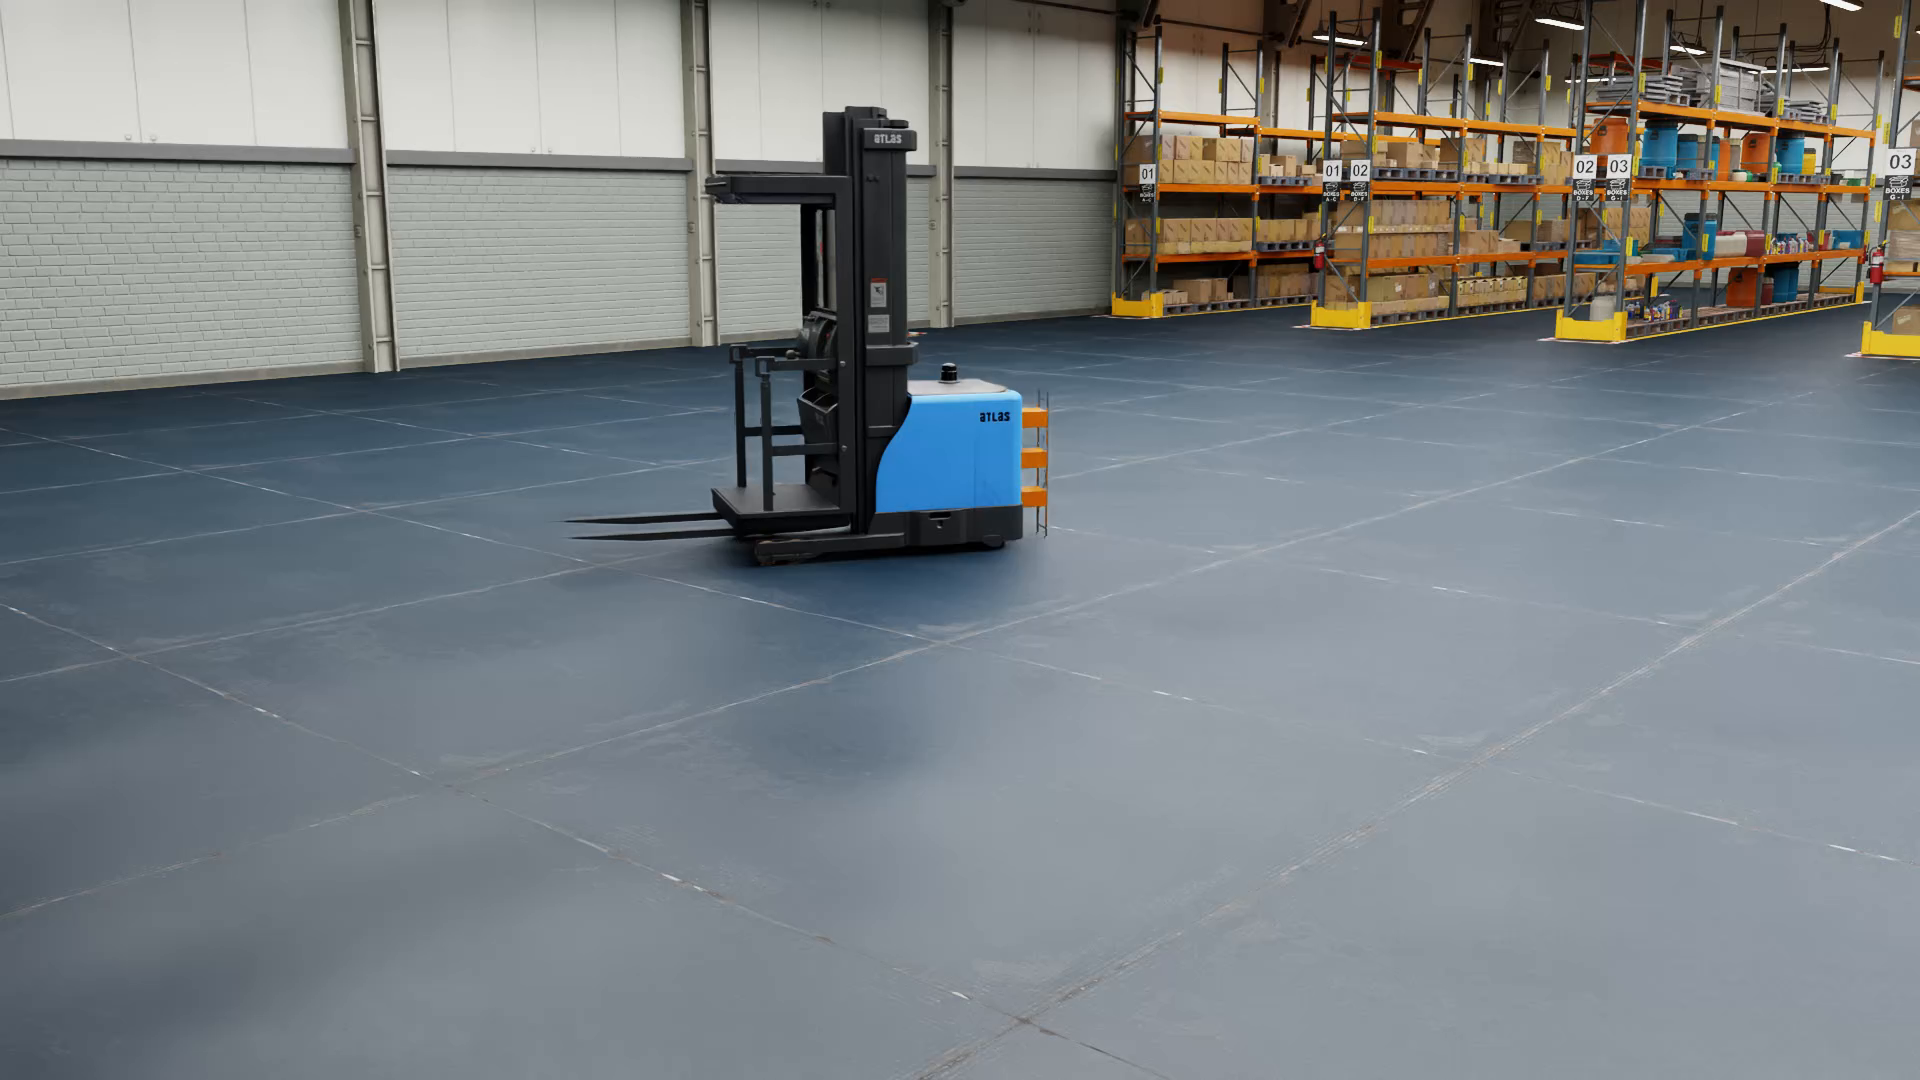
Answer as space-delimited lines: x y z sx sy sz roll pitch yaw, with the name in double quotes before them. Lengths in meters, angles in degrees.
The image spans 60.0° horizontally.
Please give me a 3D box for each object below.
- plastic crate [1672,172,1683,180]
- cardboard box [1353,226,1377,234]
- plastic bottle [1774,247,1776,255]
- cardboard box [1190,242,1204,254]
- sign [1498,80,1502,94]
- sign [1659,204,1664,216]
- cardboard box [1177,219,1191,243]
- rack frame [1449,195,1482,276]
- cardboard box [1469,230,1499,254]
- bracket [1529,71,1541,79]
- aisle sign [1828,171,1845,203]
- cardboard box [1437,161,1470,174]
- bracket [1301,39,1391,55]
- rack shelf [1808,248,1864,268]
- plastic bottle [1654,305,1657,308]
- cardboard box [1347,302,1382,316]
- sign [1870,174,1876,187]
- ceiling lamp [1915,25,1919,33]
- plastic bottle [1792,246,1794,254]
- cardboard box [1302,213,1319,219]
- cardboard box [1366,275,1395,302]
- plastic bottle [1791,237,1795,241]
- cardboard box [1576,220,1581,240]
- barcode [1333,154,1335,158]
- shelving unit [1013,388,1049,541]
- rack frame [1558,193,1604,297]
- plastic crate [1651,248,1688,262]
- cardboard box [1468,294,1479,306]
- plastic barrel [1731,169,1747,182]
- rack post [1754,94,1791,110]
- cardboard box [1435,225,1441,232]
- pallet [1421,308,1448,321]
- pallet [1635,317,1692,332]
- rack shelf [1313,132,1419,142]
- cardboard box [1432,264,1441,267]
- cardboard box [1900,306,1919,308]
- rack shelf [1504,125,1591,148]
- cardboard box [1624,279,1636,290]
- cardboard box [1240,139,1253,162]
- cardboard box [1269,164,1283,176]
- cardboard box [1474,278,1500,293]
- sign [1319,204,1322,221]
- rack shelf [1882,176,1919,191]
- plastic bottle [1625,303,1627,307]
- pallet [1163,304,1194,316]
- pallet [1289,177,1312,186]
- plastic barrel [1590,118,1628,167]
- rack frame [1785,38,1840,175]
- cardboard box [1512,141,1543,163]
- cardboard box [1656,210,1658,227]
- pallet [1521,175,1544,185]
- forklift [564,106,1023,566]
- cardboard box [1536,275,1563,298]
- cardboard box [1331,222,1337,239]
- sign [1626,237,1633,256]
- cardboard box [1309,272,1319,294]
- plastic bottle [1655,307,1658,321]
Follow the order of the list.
"plastic crate" 13.114 -6.686 30.540 0.243 0.136 0.396 10 15 40
"cardboard box" 7.932 -6.082 32.591 0.380 0.149 0.250 10 15 40
"plastic bottle" 17.529 -6.247 35.835 0.097 0.201 0.097 0 11 0
"cardboard box" 5.021 -6.444 36.649 0.500 0.250 0.500 9 15 39
"sign" 12.378 -10.369 38.065 0.100 0.325 0.005 10 15 40
"sign" 18.477 -8.687 43.783 0.100 0.325 0.005 10 15 40
"cardboard box" 4.662 -6.732 36.173 0.500 0.500 0.500 10 15 41
"rack frame" 14.349 -8.679 47.505 1.000 3.000 0.127 10 15 40
"cardboard box" 11.697 -6.662 37.152 0.500 0.500 0.500 9 14 37
"bracket" 17.587 -14.259 50.935 0.235 0.232 0.430 10 15 40
"aisle sign" 21.616 -8.722 41.083 0.394 0.787 0.004 10 15 40
"cardboard box" 10.566 -7.966 35.589 0.500 0.250 0.500 -10 15 -42
"bracket" 9.802 -12.524 42.248 0.076 0.066 4.783 10 15 40
"rack shelf" 20.471 -6.751 39.689 1.077 0.370 4.000 10 15 40
"plastic bottle" 13.131 -4.299 31.387 0.061 0.283 0.133 10 15 40
"cardboard box" 8.032 -4.593 32.994 0.500 0.250 0.500 10 15 40
"sign" 22.215 -8.749 40.464 0.100 0.325 0.005 10 15 40
"ceiling lamp" 20.702 -12.129 34.560 0.800 3.185 2.000 10 15 40
"plastic bottle" 18.415 -6.444 36.822 0.097 0.201 0.097 0 11 0
"cardboard box" 8.662 -7.981 40.975 0.380 0.149 0.250 7 13 31
"cardboard box" 8.361 -5.034 33.290 0.500 0.500 0.500 10 15 40
"plastic bottle" 18.682 -6.626 37.355 0.144 0.351 0.185 10 15 40
"cardboard box" 14.952 -7.665 41.099 0.700 0.500 0.500 4 12 21
"barcode" 7.348 -7.547 32.699 0.001 0.075 0.075 10 15 40
"shelving unit" 0.467 -0.533 11.701 0.252 1.050 0.215 -3 12 -17
"rack frame" 15.432 -7.450 41.355 1.000 3.000 0.127 10 15 40
"plastic crate" 13.343 -5.362 31.276 0.499 0.251 0.616 10 15 40
"cardboard box" 10.942 -5.233 36.202 0.500 0.250 0.500 10 15 42
"plastic barrel" 15.846 -7.407 33.831 0.301 0.262 0.301 0 11 0
"rack post" 16.958 -9.238 35.179 0.954 0.300 0.937 10 15 40
"cardboard box" 9.797 -6.498 34.674 0.380 0.149 0.250 9 15 39
"pallet" 9.595 -4.794 35.176 1.003 0.211 1.213 10 15 40
"pallet" 13.395 -4.172 32.058 1.003 0.211 1.213 10 15 40
"rack shelf" 10.389 -10.189 42.607 1.077 0.370 4.000 10 15 40
"cardboard box" 12.987 -7.589 45.702 0.380 0.149 0.250 9 15 39
"cardboard box" 15.744 -3.566 27.215 0.500 0.500 0.500 -7 13 -33
"rack shelf" 14.112 -9.549 39.403 1.077 0.370 4.000 10 15 40
"cardboard box" 17.249 -6.658 43.287 0.500 0.250 0.500 10 15 40
"cardboard box" 6.301 -8.825 37.717 0.500 0.500 0.500 8 14 36
"cardboard box" 7.256 -8.707 39.144 0.500 0.311 0.500 10 15 42
"cardboard box" 11.625 -5.661 36.911 0.500 0.311 0.500 10 15 42
"sign" 7.113 -6.441 32.740 0.100 0.325 0.005 10 15 40
"rack shelf" 16.270 -5.816 27.350 1.077 0.370 4.000 10 15 40
"plastic bottle" 12.761 -4.404 31.916 0.061 0.283 0.133 11 15 43
"pallet" 4.401 -5.083 36.624 1.003 0.211 1.213 10 15 40
"pallet" 7.598 -8.522 39.542 1.213 0.211 1.003 10 15 40
"plastic barrel" 11.455 -7.019 29.369 0.600 0.830 0.708 10 15 40
"rack frame" 19.151 -9.751 37.558 1.000 3.000 0.127 10 15 40
"cardboard box" 13.085 -8.936 38.324 0.500 0.500 0.500 10 15 40
"cardboard box" 17.986 -8.477 43.687 0.500 0.500 0.500 10 15 40
"pallet" 12.411 -8.129 37.575 1.213 0.211 1.003 11 16 43
"forklift" -1.142 -1.384 11.156 3.031 2.935 1.130 -3 12 -17
"cardboard box" 13.983 -6.033 39.516 0.500 0.500 0.500 10 15 40
"cardboard box" 9.581 -7.745 41.763 0.500 0.500 0.500 10 15 42
"sign" 11.640 -5.108 28.920 0.100 0.325 0.005 10 15 40
"cardboard box" 8.632 -6.379 41.250 0.700 0.500 0.500 10 15 41
"plastic bottle" 12.953 -4.213 30.990 0.097 0.271 0.097 0 11 0
